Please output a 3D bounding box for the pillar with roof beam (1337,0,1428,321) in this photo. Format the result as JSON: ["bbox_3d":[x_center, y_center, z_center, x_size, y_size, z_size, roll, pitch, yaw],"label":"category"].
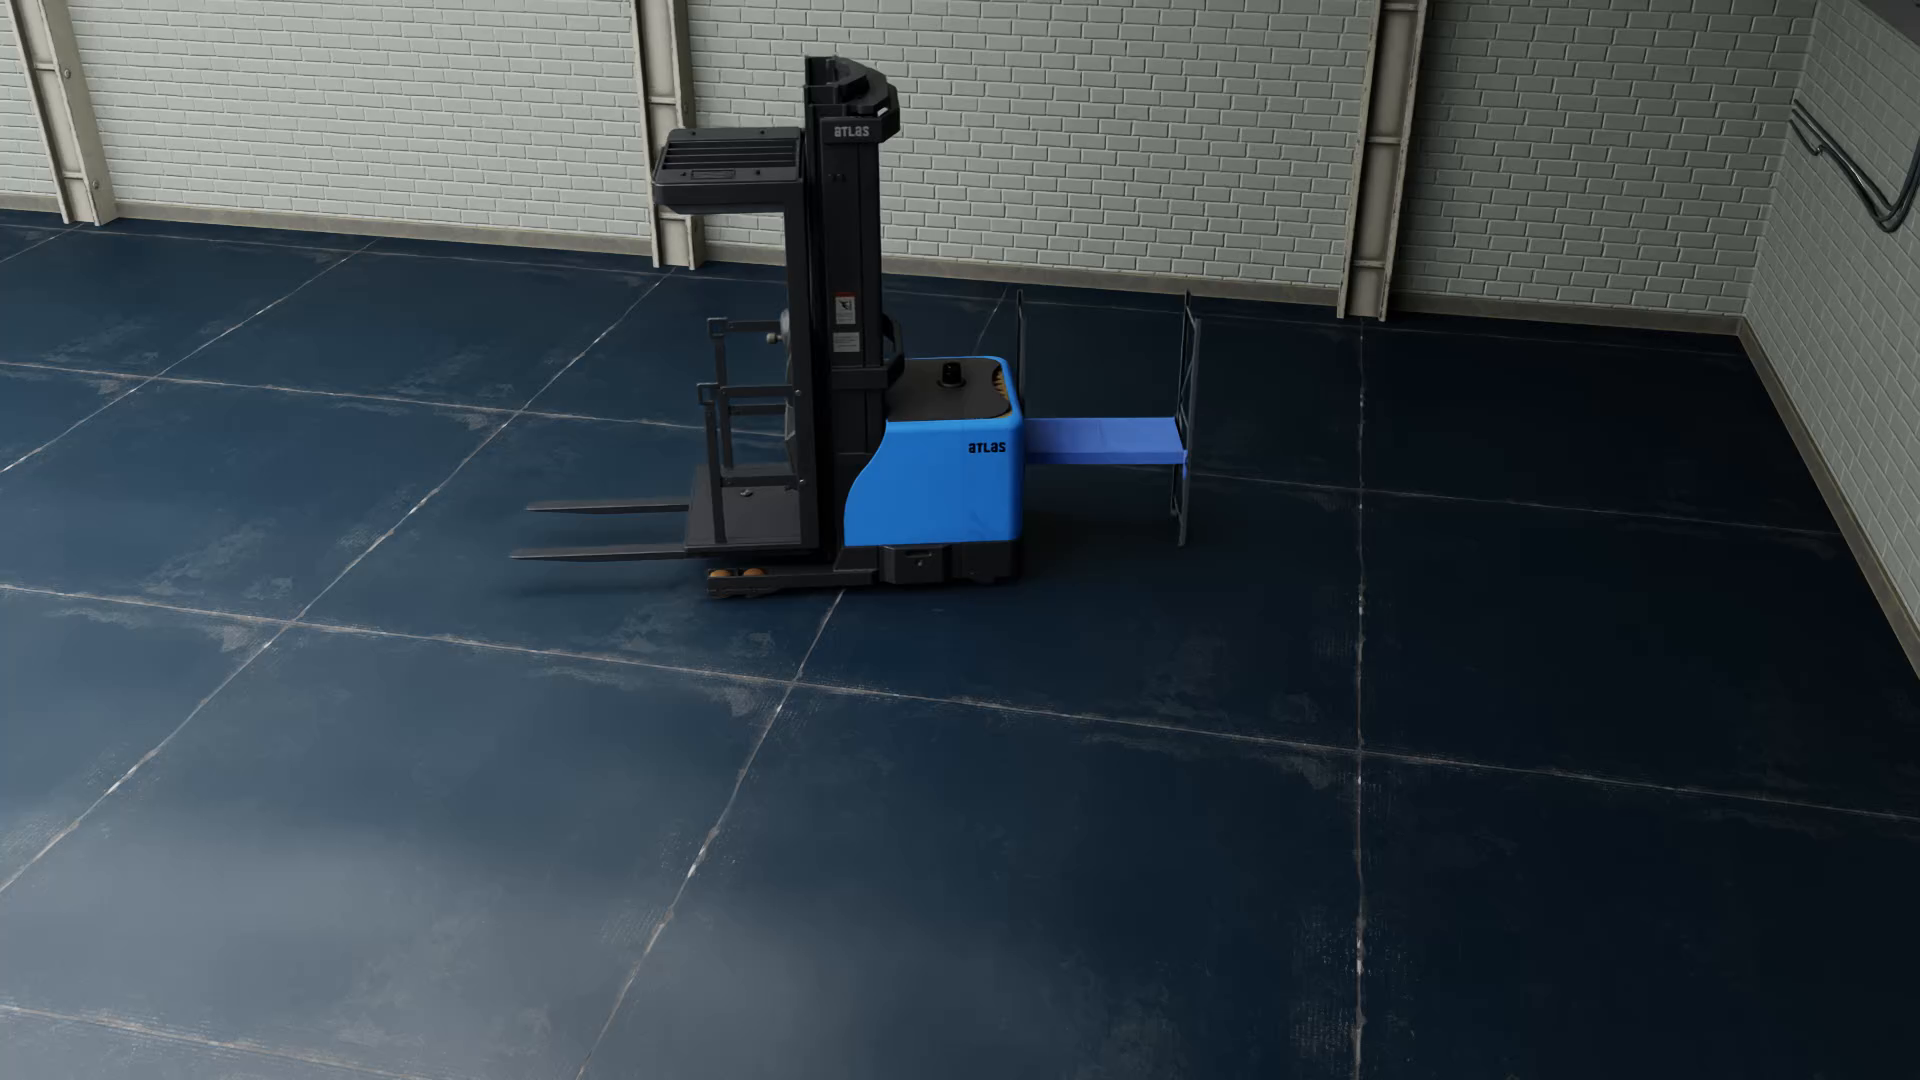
[{"bbox_3d":[2.450,-3.819,8.016,0.400,9.000,9.100,6,29,11],"label":"pillar with roof beam"}]

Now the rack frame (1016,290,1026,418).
[{"bbox_3d":[0.365,-0.734,10.191,0.032,1.500,0.500,0,29,-1],"label":"rack frame"}]

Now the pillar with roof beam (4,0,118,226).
[{"bbox_3d":[-9.285,-5.022,10.214,0.400,9.000,9.100,6,29,11],"label":"pillar with roof beam"}]

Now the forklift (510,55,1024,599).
[{"bbox_3d":[-1.162,-1.205,9.560,3.031,2.935,1.130,-2,29,-4],"label":"forklift"}]

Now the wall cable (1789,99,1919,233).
[{"bbox_3d":[5.954,-3.562,10.781,0.112,2.526,3.097,6,29,11],"label":"wall cable"}]

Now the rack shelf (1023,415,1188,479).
[{"bbox_3d":[0.874,-0.579,10.283,1.000,0.185,0.538,0,29,-1],"label":"rack shelf"}]

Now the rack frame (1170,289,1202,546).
[{"bbox_3d":[1.382,-0.740,10.202,0.032,1.500,0.500,0,29,-1],"label":"rack frame"}]

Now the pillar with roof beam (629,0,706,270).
[{"bbox_3d":[-3.418,-4.420,9.115,0.400,9.000,9.100,6,29,11],"label":"pillar with roof beam"}]

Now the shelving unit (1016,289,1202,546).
[{"bbox_3d":[0.874,-0.737,10.196,1.048,1.500,0.538,0,29,-1],"label":"shelving unit"}]
